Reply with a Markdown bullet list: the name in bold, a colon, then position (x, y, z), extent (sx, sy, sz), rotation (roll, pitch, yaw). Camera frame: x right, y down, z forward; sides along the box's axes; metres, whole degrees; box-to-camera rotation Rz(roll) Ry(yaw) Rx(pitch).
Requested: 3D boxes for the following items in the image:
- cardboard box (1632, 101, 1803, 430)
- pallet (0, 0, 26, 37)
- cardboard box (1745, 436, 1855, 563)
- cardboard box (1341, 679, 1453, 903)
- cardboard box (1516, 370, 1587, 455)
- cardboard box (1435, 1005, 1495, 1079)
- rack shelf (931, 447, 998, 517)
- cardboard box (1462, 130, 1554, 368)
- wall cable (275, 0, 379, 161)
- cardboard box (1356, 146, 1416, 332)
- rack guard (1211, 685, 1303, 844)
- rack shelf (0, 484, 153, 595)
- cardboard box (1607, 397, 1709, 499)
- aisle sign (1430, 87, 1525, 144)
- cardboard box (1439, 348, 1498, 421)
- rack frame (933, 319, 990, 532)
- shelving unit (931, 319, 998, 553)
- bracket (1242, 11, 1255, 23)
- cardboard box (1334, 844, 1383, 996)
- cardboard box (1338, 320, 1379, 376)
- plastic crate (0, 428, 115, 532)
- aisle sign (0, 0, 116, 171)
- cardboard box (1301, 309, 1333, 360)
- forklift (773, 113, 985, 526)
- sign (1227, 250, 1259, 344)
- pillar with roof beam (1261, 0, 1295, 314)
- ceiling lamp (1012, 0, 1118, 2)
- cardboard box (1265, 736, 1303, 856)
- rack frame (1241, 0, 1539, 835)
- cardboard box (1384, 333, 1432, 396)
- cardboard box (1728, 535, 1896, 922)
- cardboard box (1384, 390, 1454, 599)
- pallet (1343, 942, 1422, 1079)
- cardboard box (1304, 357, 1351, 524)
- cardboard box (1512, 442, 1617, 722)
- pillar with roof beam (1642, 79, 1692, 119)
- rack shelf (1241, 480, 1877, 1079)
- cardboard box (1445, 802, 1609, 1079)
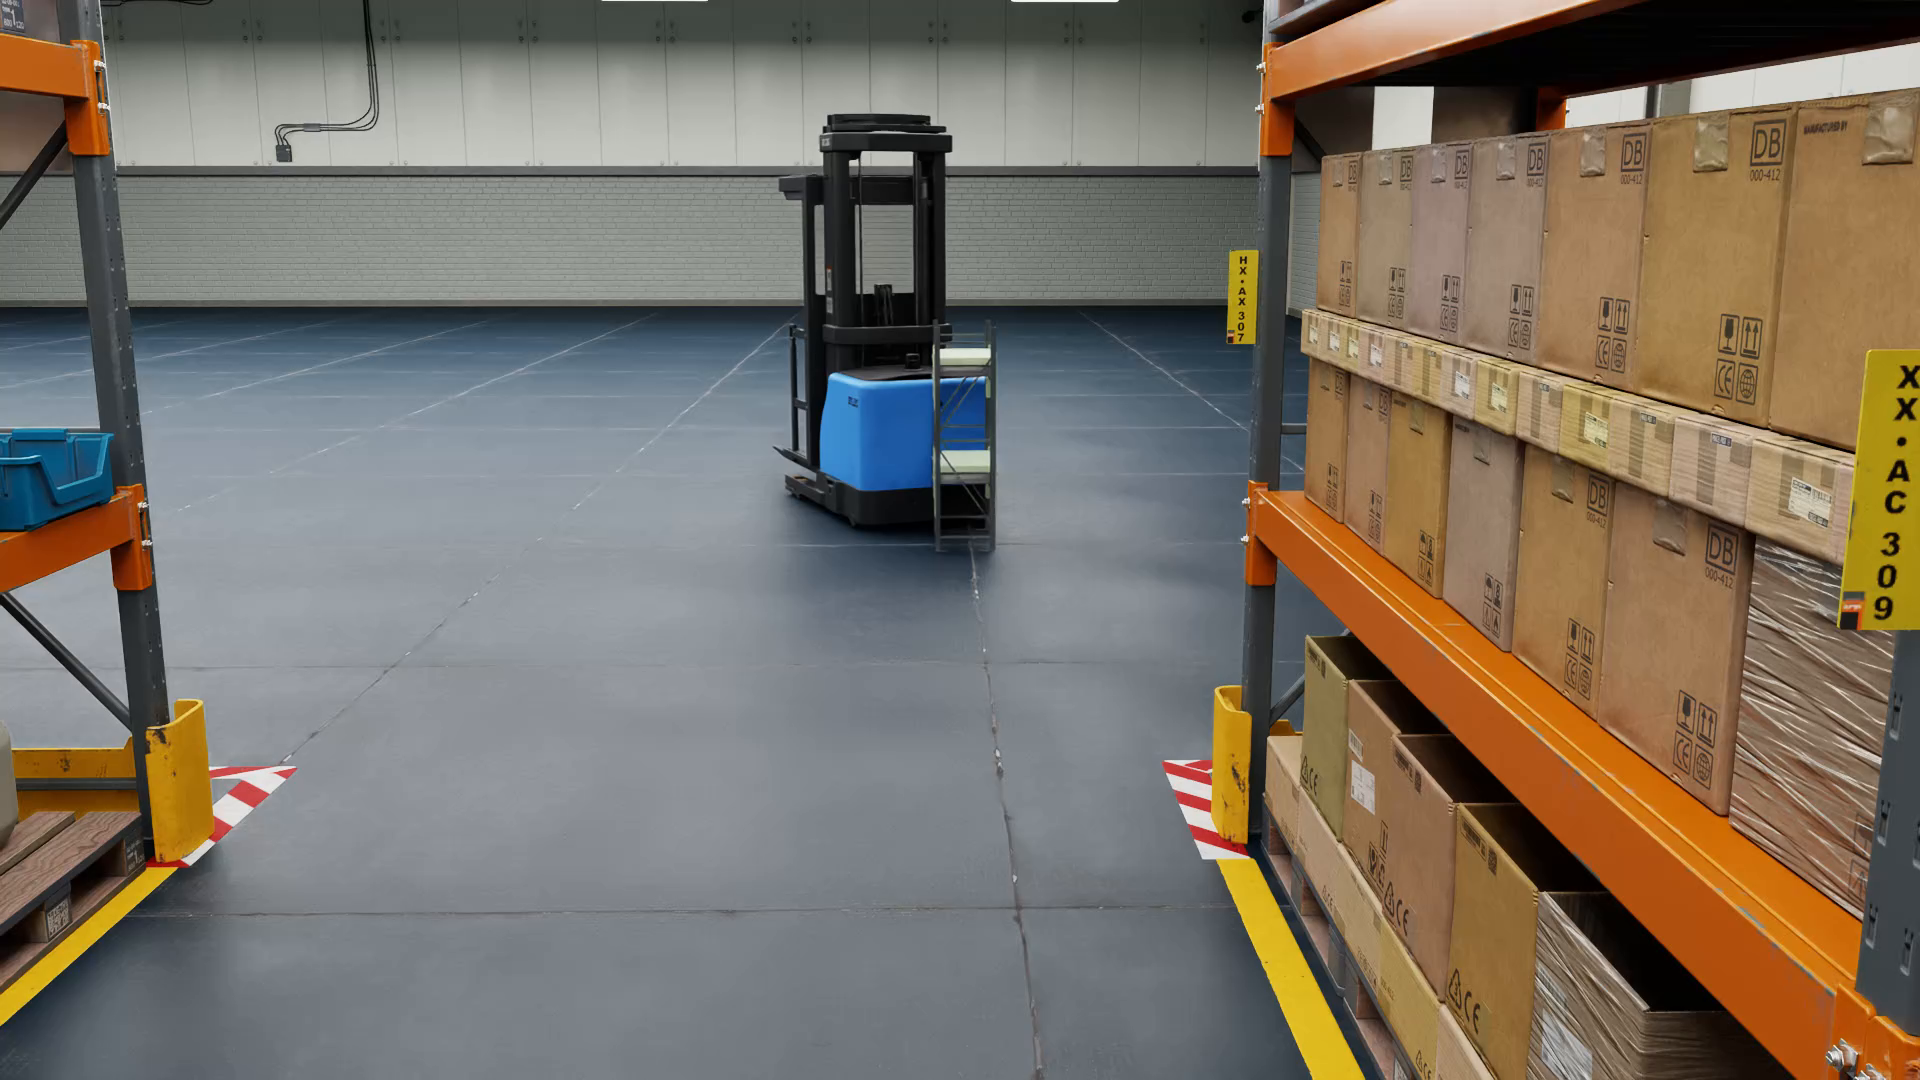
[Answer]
- **cardboard box**: position (1.602, -0.468, 2.808), extent (0.700, 0.500, 0.500), rotation (0, 11, -1)
- **pallet**: position (-3.486, -1.583, 4.747), extent (1.003, 0.211, 1.213), rotation (0, 11, -1)
- **cardboard box**: position (1.407, -0.064, 2.447), extent (0.380, 0.149, 0.250), rotation (0, 11, -2)
- **cardboard box**: position (1.371, 0.691, 4.584), extent (0.500, 0.500, 0.500), rotation (0, 11, -1)
- **cardboard box**: position (1.385, -0.267, 3.449), extent (0.380, 0.149, 0.250), rotation (0, 11, 0)
- **cardboard box**: position (1.376, 1.257, 3.678), extent (0.500, 0.250, 0.500), rotation (0, 11, -1)
- **rack shelf**: position (0.023, -0.407, 11.432), extent (0.431, 0.370, 0.720), rotation (0, 11, -2)
- **cardboard box**: position (1.583, -0.667, 3.788), extent (0.700, 0.500, 0.500), rotation (0, 11, -1)
- **wall cable**: position (-13.981, -11.343, 36.284), extent (2.305, 6.003, 0.169), rotation (0, 11, -1)
- **cardboard box**: position (1.561, -0.867, 4.772), extent (0.700, 0.500, 0.500), rotation (-1, 11, -3)
- **rack guard**: position (1.546, 0.830, 6.208), extent (1.175, 0.500, 0.348), rotation (0, 11, -1)
- **rack shelf**: position (-3.364, 0.380, 3.951), extent (1.077, 0.370, 4.000), rotation (0, 11, -1)
- **cardboard box**: position (1.392, -0.168, 2.961), extent (0.380, 0.149, 0.250), rotation (0, 11, -1)
- **aisle sign**: position (1.839, -1.678, 5.748), extent (0.394, 0.787, 0.004), rotation (0, 11, -1)
- **cardboard box**: position (1.371, -0.372, 3.967), extent (0.380, 0.149, 0.250), rotation (0, 11, -1)
- **rack frame**: position (0.012, -0.799, 11.726), extent (0.400, 1.500, 0.023), rotation (0, 11, -2)
- **shelving unit**: position (0.023, -0.726, 11.367), extent (0.431, 1.500, 0.755), rotation (0, 11, -2)
- **bracket**: position (6.346, -11.495, 36.534), extent (0.235, 0.232, 0.430), rotation (0, 11, -1)
- **cardboard box**: position (1.359, 1.058, 4.658), extent (0.500, 0.250, 0.500), rotation (0, 11, -1)
- **cardboard box**: position (1.352, -0.576, 4.970), extent (0.380, 0.149, 0.250), rotation (0, 11, -1)
- **plastic crate**: position (-3.096, -0.199, 5.370), extent (0.499, 0.251, 0.616), rotation (0, 11, -1)
- **aisle sign**: position (-3.110, -1.660, 5.657), extent (0.394, 0.787, 0.004), rotation (0, 11, -1)
- **cardboard box**: position (1.340, -0.678, 5.473), extent (0.380, 0.149, 0.250), rotation (0, 11, -2)
- **forklift**: position (-0.754, -1.784, 12.983), extent (1.130, 2.935, 3.031), rotation (-5, 12, -21)
- **sign**: position (0.992, -0.852, 5.837), extent (0.100, 0.325, 0.005), rotation (0, 11, -1)
- **pillar with roof beam**: position (2.455, -9.161, 34.083), extent (9.100, 9.000, 0.548), rotation (0, 11, -1)
- **ceiling lamp**: position (1.879, -11.251, 29.703), extent (2.000, 3.185, 0.800), rotation (0, 11, -1)
- **cardboard box**: position (1.336, 0.859, 5.638), extent (0.500, 0.250, 0.500), rotation (0, 11, -1)
- **rack frame**: position (1.547, -0.390, 5.936), extent (1.000, 3.000, 0.127), rotation (0, 11, -1)
- **cardboard box**: position (1.363, -0.473, 4.461), extent (0.380, 0.149, 0.250), rotation (-1, 11, -3)
- **cardboard box**: position (1.614, 0.268, 2.441), extent (0.700, 0.500, 0.500), rotation (-1, 11, -3)
- **cardboard box**: position (1.564, -0.143, 4.467), extent (0.700, 0.500, 0.500), rotation (0, 11, -1)
- **pallet**: position (1.627, 1.371, 4.272), extent (1.003, 0.211, 1.213), rotation (0, 11, -1)
- **cardboard box**: position (1.544, -0.346, 5.468), extent (0.700, 0.500, 0.500), rotation (0, 11, -1)
- **cardboard box**: position (1.590, 0.064, 3.450), extent (0.700, 0.500, 0.500), rotation (0, 11, 0)
- **pillar with roof beam**: position (2.827, -5.583, 16.446), extent (9.100, 9.000, 0.400), rotation (0, 11, -1)
- **rack shelf**: position (1.588, 0.360, 4.048), extent (1.077, 0.370, 4.000), rotation (0, 11, -1)
- **cardboard box**: position (1.389, 0.889, 3.604), extent (0.500, 0.500, 0.500), rotation (0, 11, -1)
